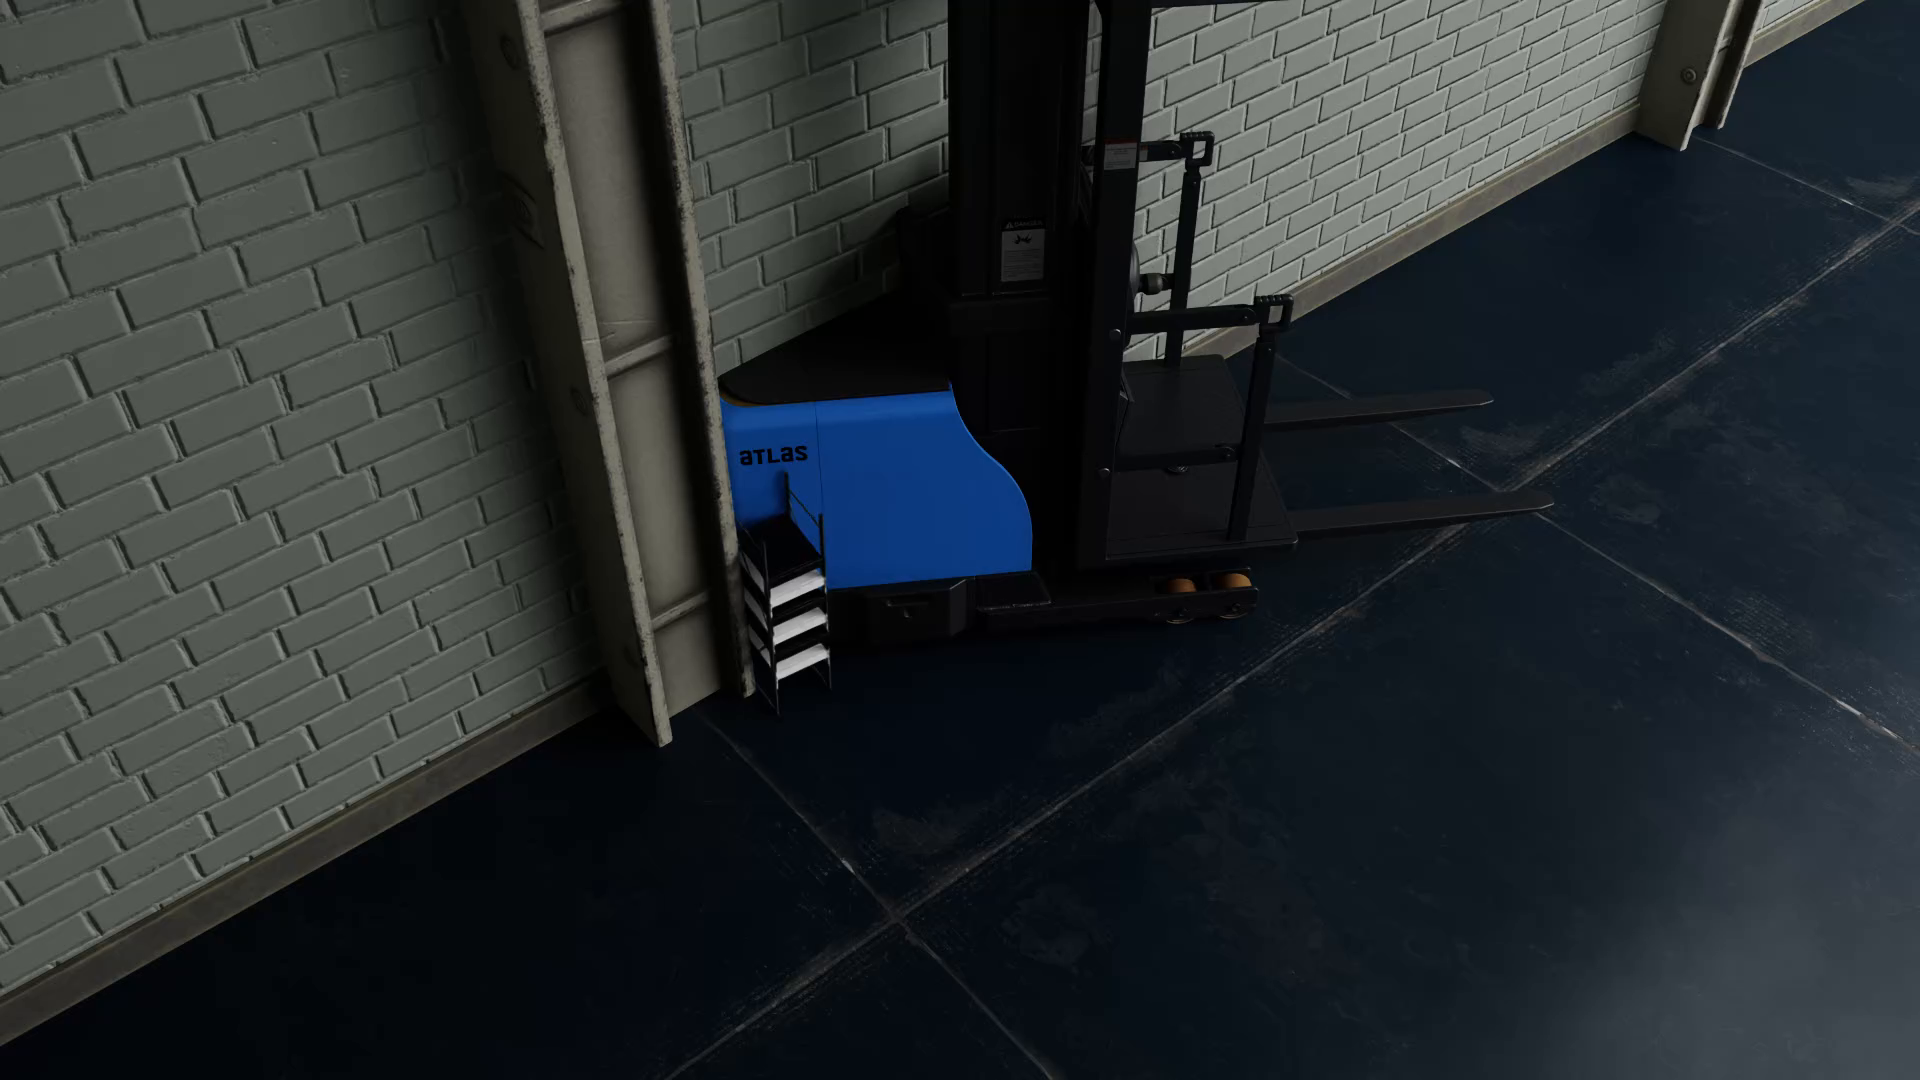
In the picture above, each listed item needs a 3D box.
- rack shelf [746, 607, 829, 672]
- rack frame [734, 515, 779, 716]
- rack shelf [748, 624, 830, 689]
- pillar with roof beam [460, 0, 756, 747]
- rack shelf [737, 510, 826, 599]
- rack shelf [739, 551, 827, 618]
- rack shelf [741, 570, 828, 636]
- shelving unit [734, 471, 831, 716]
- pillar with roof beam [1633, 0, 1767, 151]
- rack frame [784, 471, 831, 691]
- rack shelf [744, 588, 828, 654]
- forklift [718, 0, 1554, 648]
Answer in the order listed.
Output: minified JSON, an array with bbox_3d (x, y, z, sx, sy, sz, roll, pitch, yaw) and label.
[{"bbox_3d":[-0.586,0.293,5.531,0.200,0.077,0.258,-24,52,-23],"label":"rack shelf"},{"bbox_3d":[-0.668,0.246,5.402,0.006,0.900,0.240,-24,52,-23],"label":"rack frame"},{"bbox_3d":[-0.589,0.355,5.596,0.200,0.077,0.258,-24,52,-23],"label":"rack shelf"},{"bbox_3d":[1.816,-0.497,0.206,0.400,9.000,9.100,-30,51,-28],"label":"pillar with roof beam"},{"bbox_3d":[-0.576,0.043,5.271,0.200,0.077,0.258,-24,52,-23],"label":"rack shelf"},{"bbox_3d":[-0.579,0.106,5.336,0.200,0.077,0.258,-24,52,-23],"label":"rack shelf"},{"bbox_3d":[-0.581,0.168,5.401,0.200,0.077,0.258,-24,52,-23],"label":"rack shelf"},{"bbox_3d":[-0.583,0.207,5.442,0.210,0.900,0.258,-24,52,-23],"label":"shelving unit"},{"bbox_3d":[6.418,-3.132,3.012,0.400,9.000,9.100,-30,51,-28],"label":"pillar with roof beam"},{"bbox_3d":[-0.498,0.169,5.482,0.006,0.900,0.240,-24,52,-23],"label":"rack frame"},{"bbox_3d":[-0.584,0.230,5.466,0.200,0.077,0.258,-24,52,-23],"label":"rack shelf"},{"bbox_3d":[0.625,-1.125,5.307,3.031,2.935,1.130,-5,43,-6],"label":"forklift"}]
